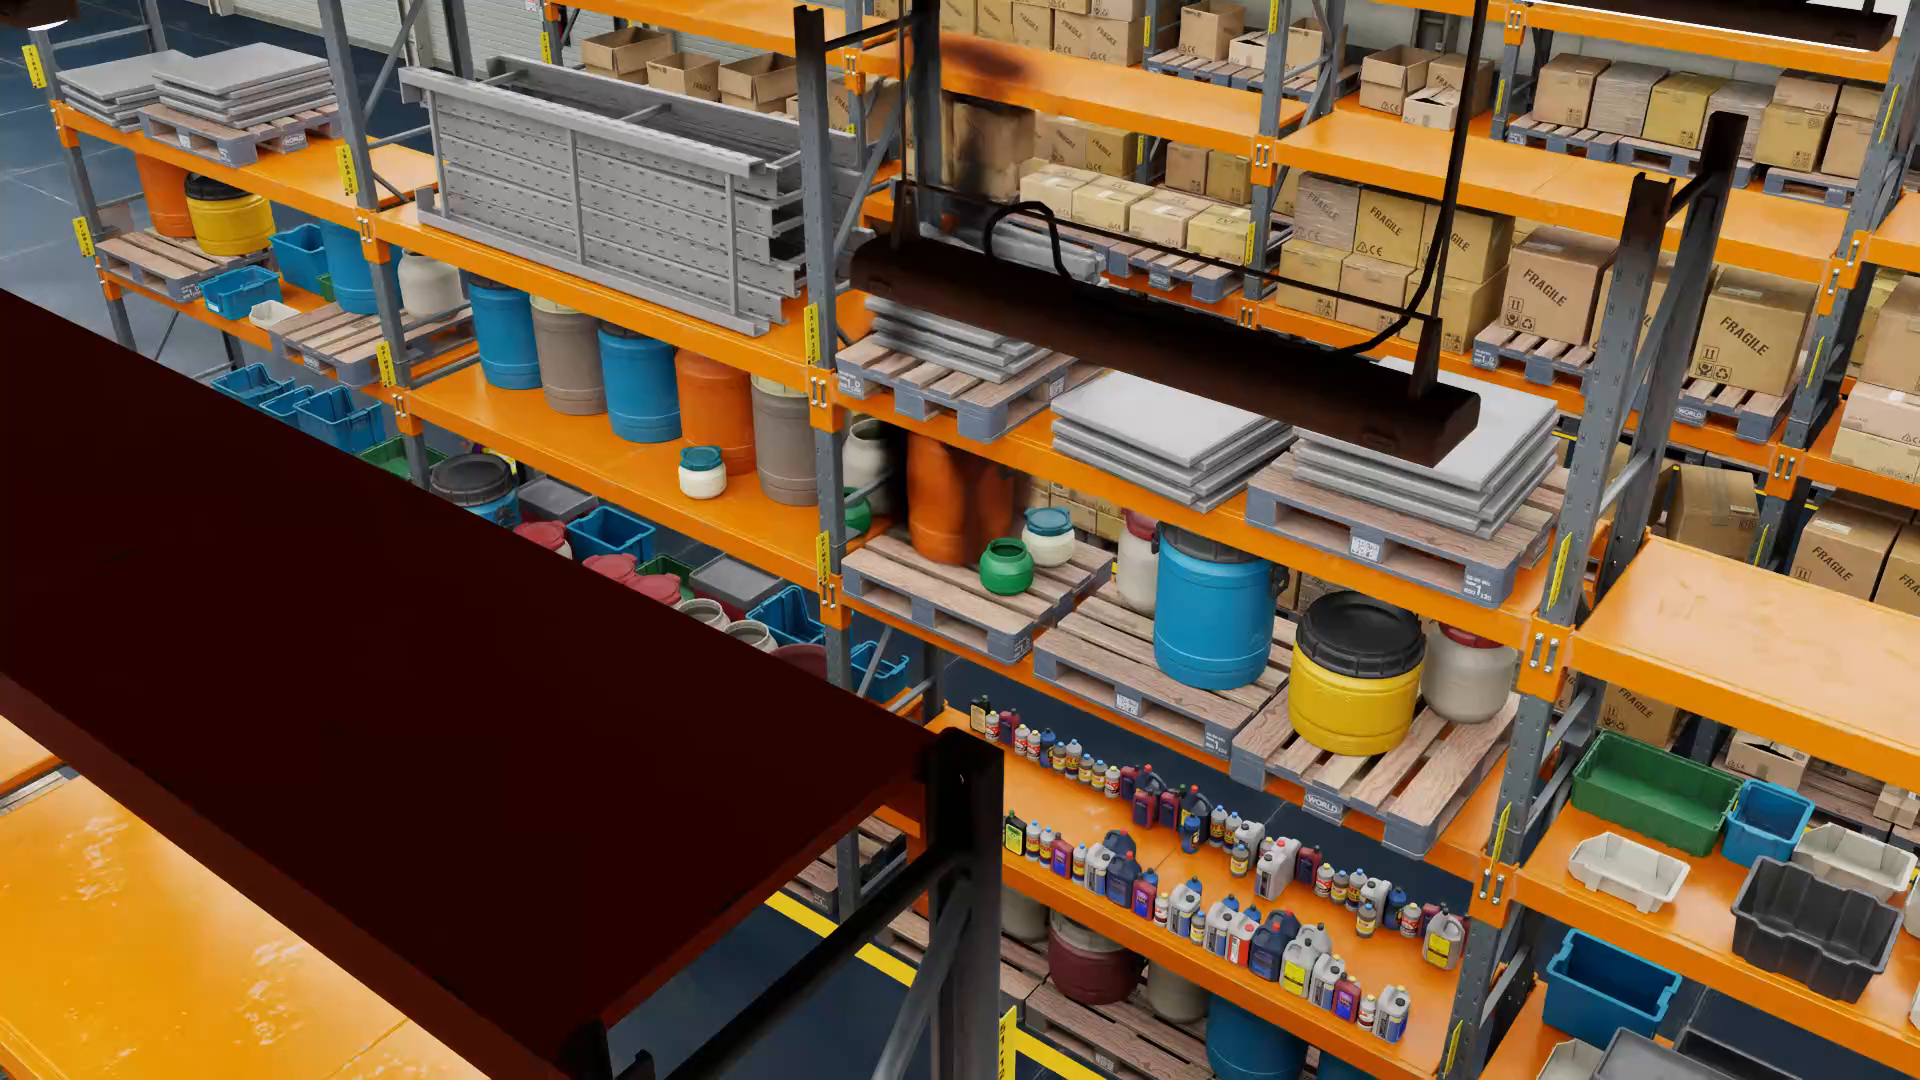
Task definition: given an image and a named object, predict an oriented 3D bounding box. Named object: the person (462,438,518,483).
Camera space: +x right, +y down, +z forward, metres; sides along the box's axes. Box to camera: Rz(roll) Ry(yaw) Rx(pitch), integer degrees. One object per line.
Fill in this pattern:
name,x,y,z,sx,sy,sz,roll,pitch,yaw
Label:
person,-4.001,-0.637,14.656,0.747,1.735,0.703,21,37,31
